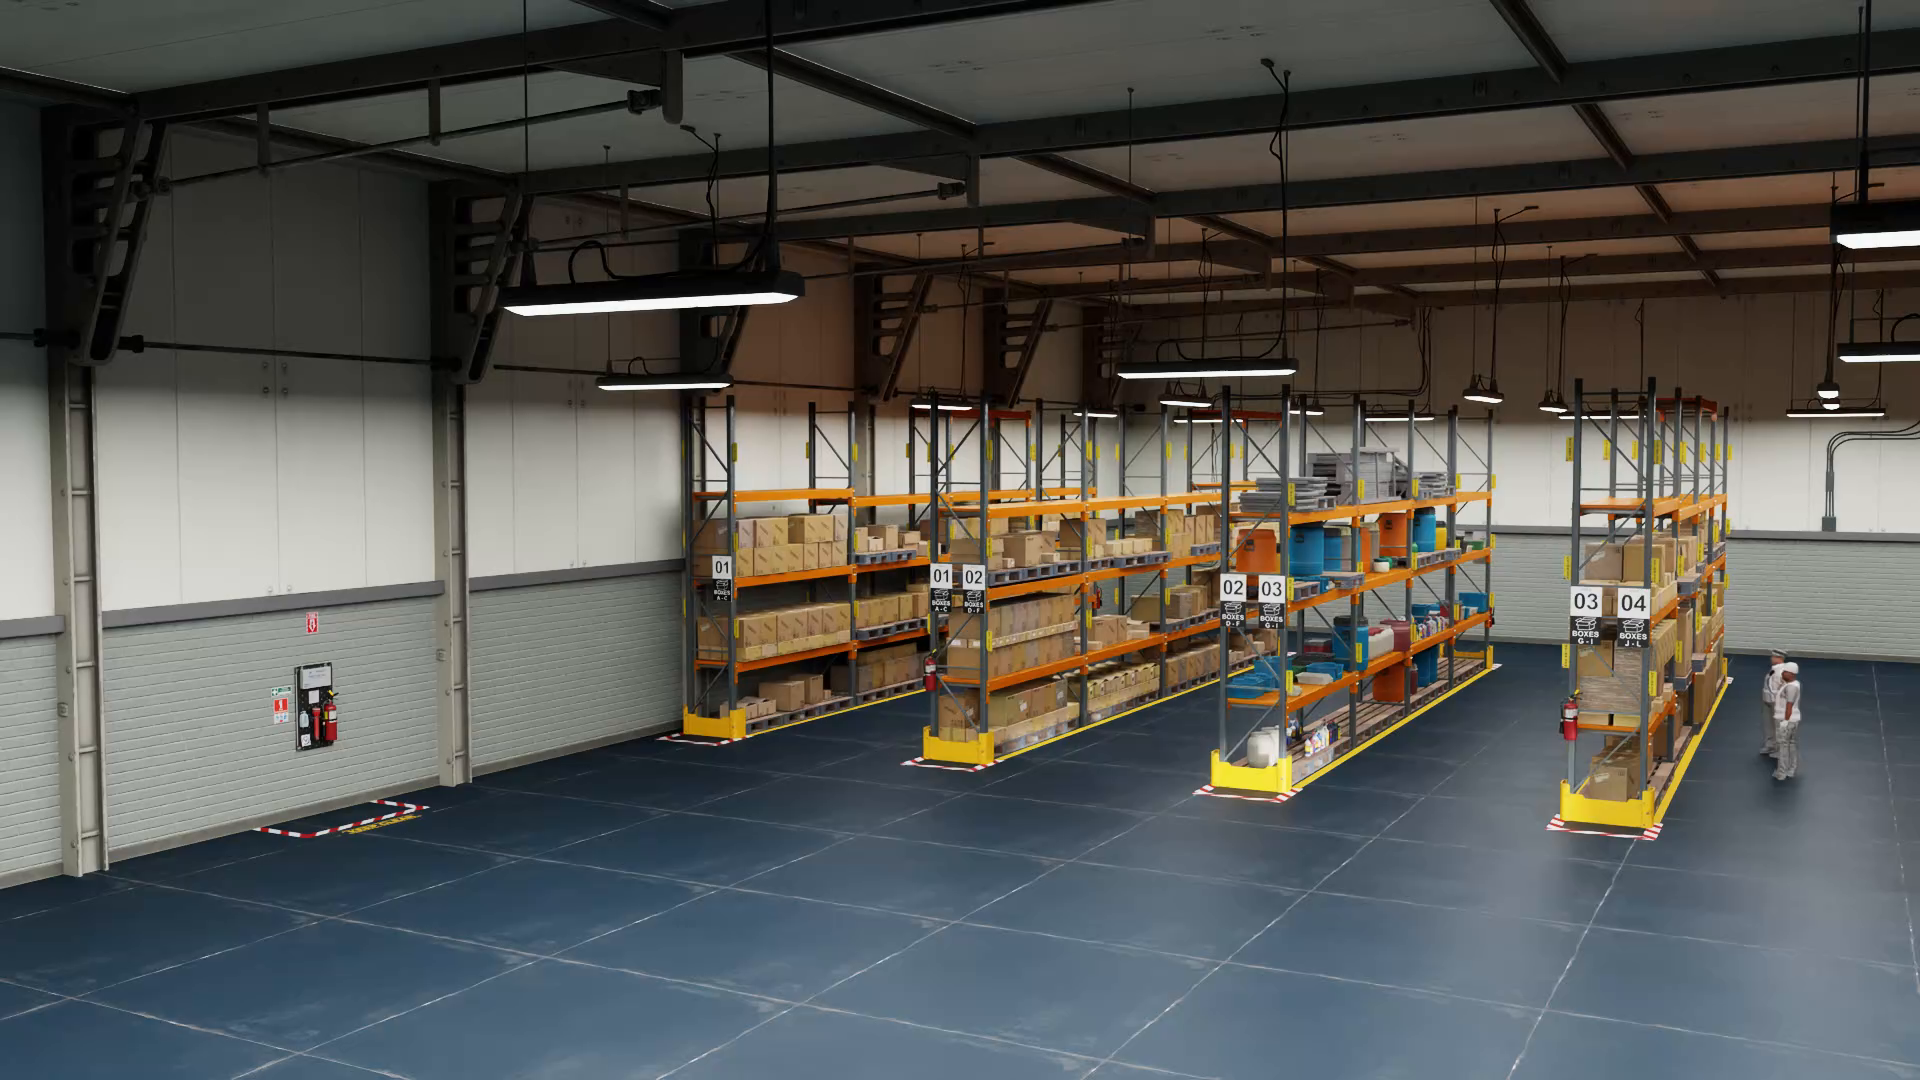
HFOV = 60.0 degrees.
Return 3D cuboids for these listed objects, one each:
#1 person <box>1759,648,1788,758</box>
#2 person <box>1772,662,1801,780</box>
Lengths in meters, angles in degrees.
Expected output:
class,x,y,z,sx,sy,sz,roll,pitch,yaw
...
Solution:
class,x,y,z,sx,sy,sz,roll,pitch,yaw
person,13.439,2.666,27.406,0.430,1.779,0.568,0,3,-4
person,12.684,2.766,25.526,0.555,1.793,0.472,-3,4,-42
